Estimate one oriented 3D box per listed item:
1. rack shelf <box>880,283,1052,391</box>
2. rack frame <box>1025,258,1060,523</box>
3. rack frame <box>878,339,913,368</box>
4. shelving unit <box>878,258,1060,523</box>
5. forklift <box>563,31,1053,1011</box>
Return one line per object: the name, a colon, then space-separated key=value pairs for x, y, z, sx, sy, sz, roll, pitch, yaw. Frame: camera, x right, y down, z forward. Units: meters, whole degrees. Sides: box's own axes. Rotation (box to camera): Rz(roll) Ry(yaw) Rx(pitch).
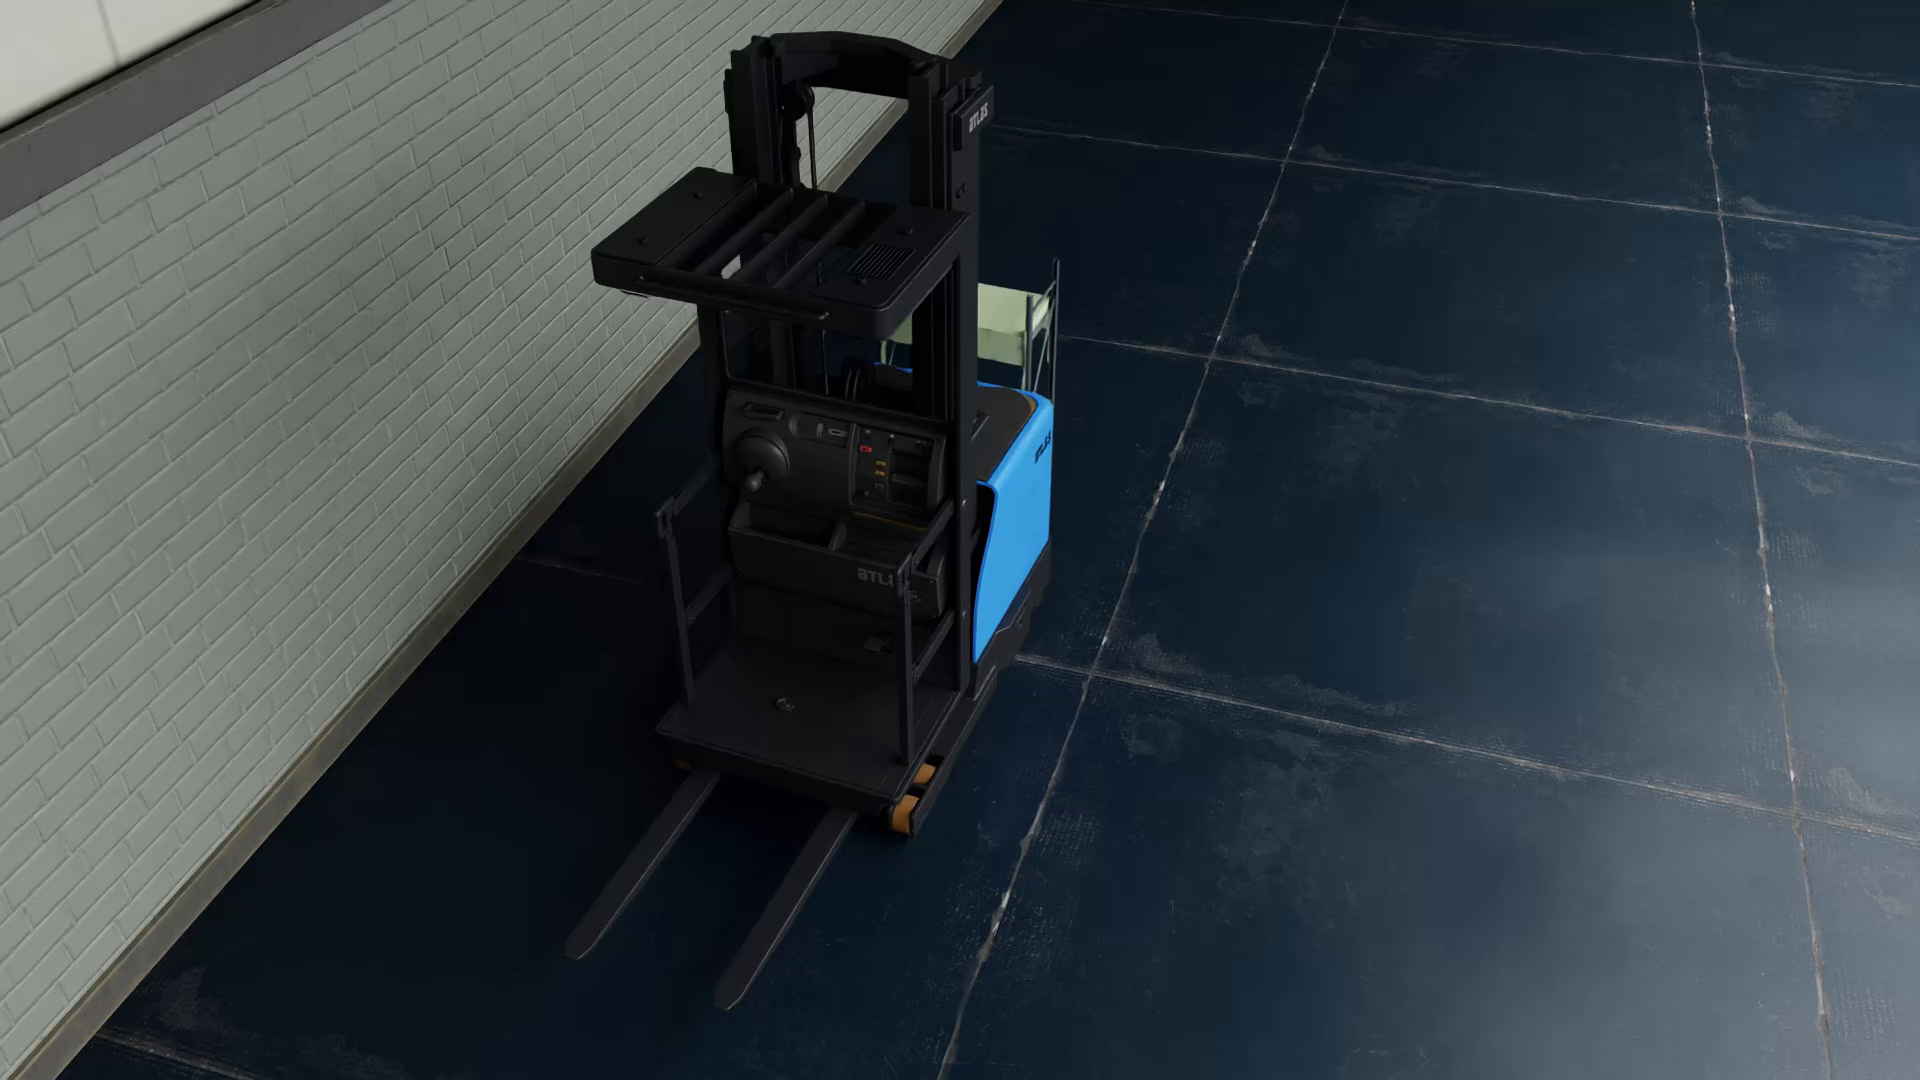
rack shelf: x=0.036 y=-0.977 z=7.839 sx=0.720 sy=0.370 sz=0.431 roll=13 pitch=38 yaw=17
rack frame: x=0.377 y=-0.584 z=7.963 sx=0.023 sy=1.500 sz=0.400 roll=13 pitch=38 yaw=17
rack frame: x=-0.305 y=-0.742 z=8.178 sx=0.023 sy=1.500 sz=0.400 roll=13 pitch=38 yaw=17
shelving unit: x=0.036 y=-0.663 z=8.070 sx=0.755 sy=1.500 sz=0.431 roll=13 pitch=38 yaw=17
forklift: x=-0.574 y=-0.260 z=6.315 sx=1.130 sy=2.935 sz=3.031 roll=13 pitch=38 yaw=17
